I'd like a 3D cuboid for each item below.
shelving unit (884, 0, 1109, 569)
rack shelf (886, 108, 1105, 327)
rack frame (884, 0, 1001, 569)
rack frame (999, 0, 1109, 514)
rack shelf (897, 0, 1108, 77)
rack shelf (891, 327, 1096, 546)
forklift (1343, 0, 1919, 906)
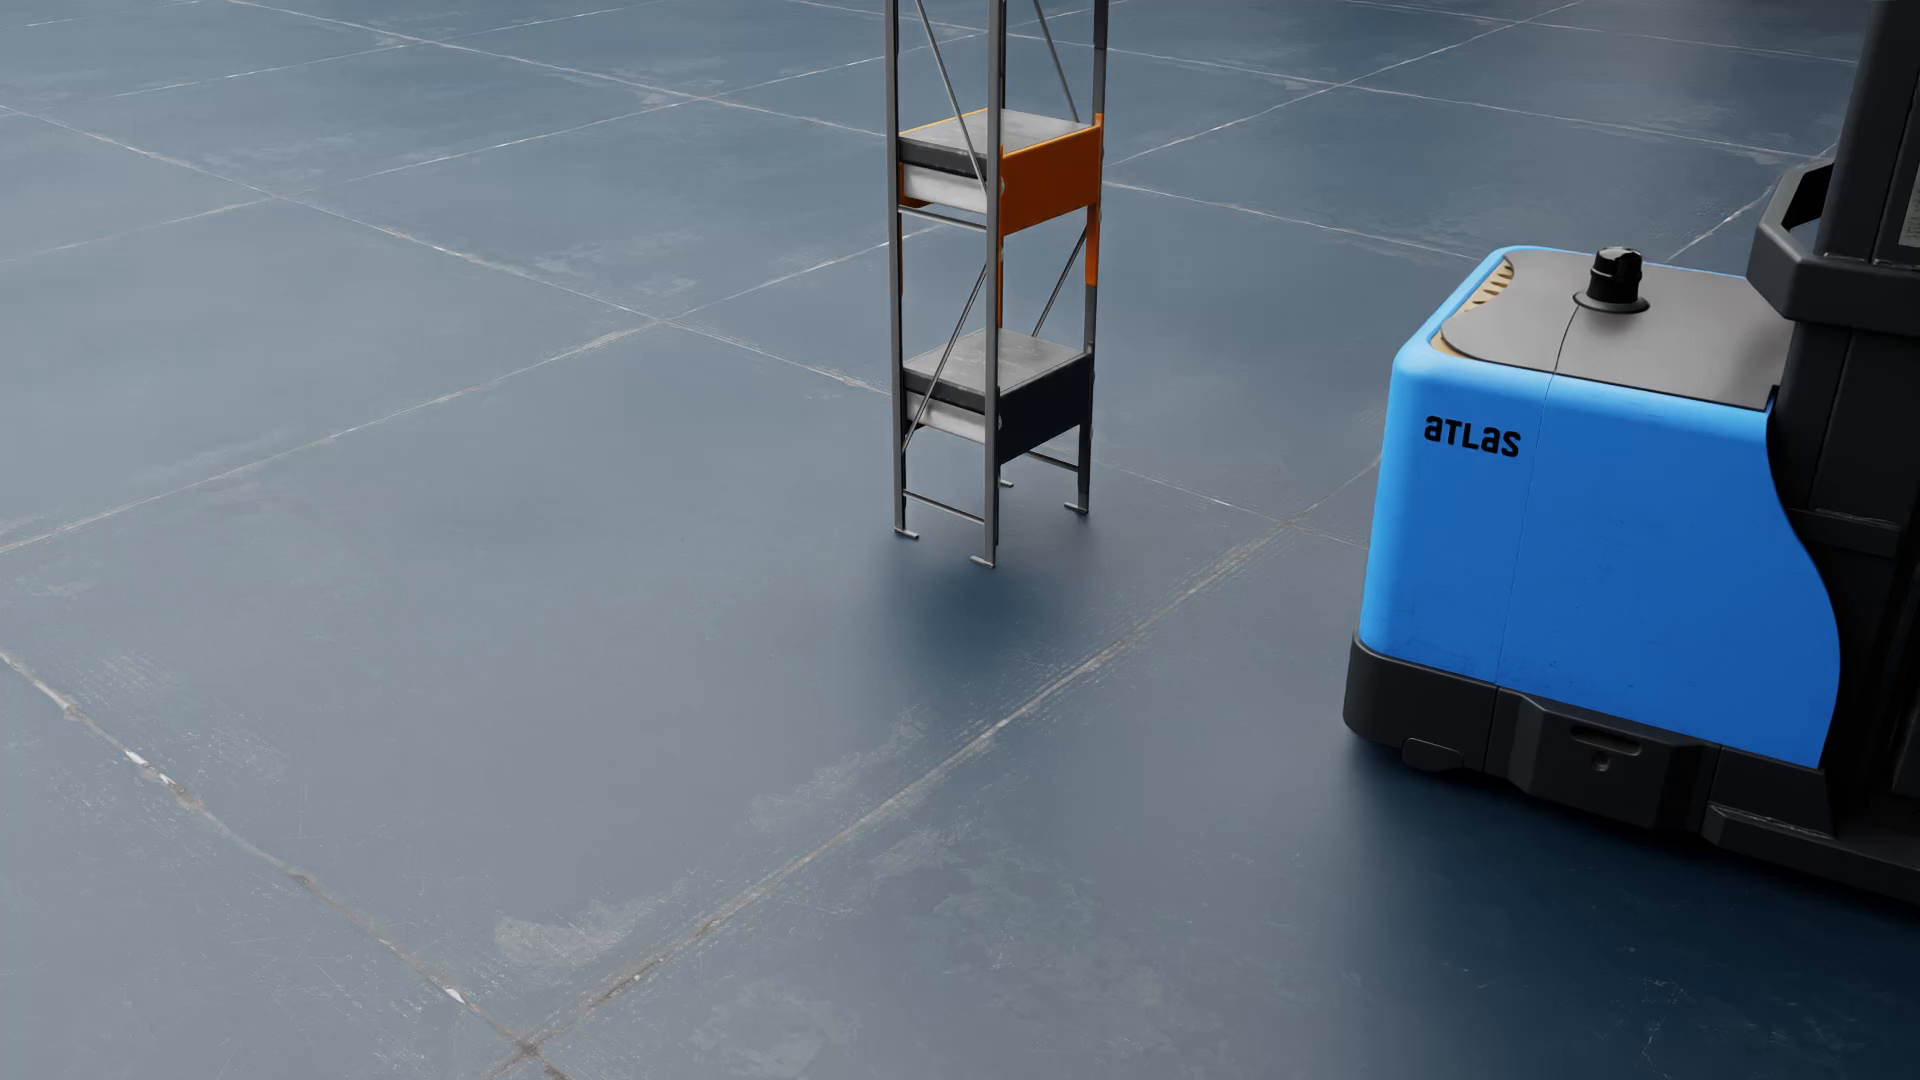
[{"bbox_3d":[0.105,-0.991,4.881,0.431,2.100,0.503,21,34,34],"label":"shelving unit"},{"bbox_3d":[0.105,-0.979,4.887,0.431,0.518,0.480,21,34,34],"label":"rack shelf"},{"bbox_3d":[-0.050,-0.905,4.714,0.400,2.100,0.015,21,34,34],"label":"rack frame"},{"bbox_3d":[0.261,-1.078,5.048,0.400,2.100,0.015,21,34,34],"label":"rack frame"},{"bbox_3d":[0.105,-1.601,4.566,0.431,0.518,0.480,21,34,34],"label":"rack shelf"},{"bbox_3d":[0.105,-0.357,5.209,0.431,0.518,0.480,21,34,34],"label":"rack shelf"},{"bbox_3d":[2.507,-0.627,3.272,3.031,2.935,1.130,15,31,26],"label":"forklift"}]
